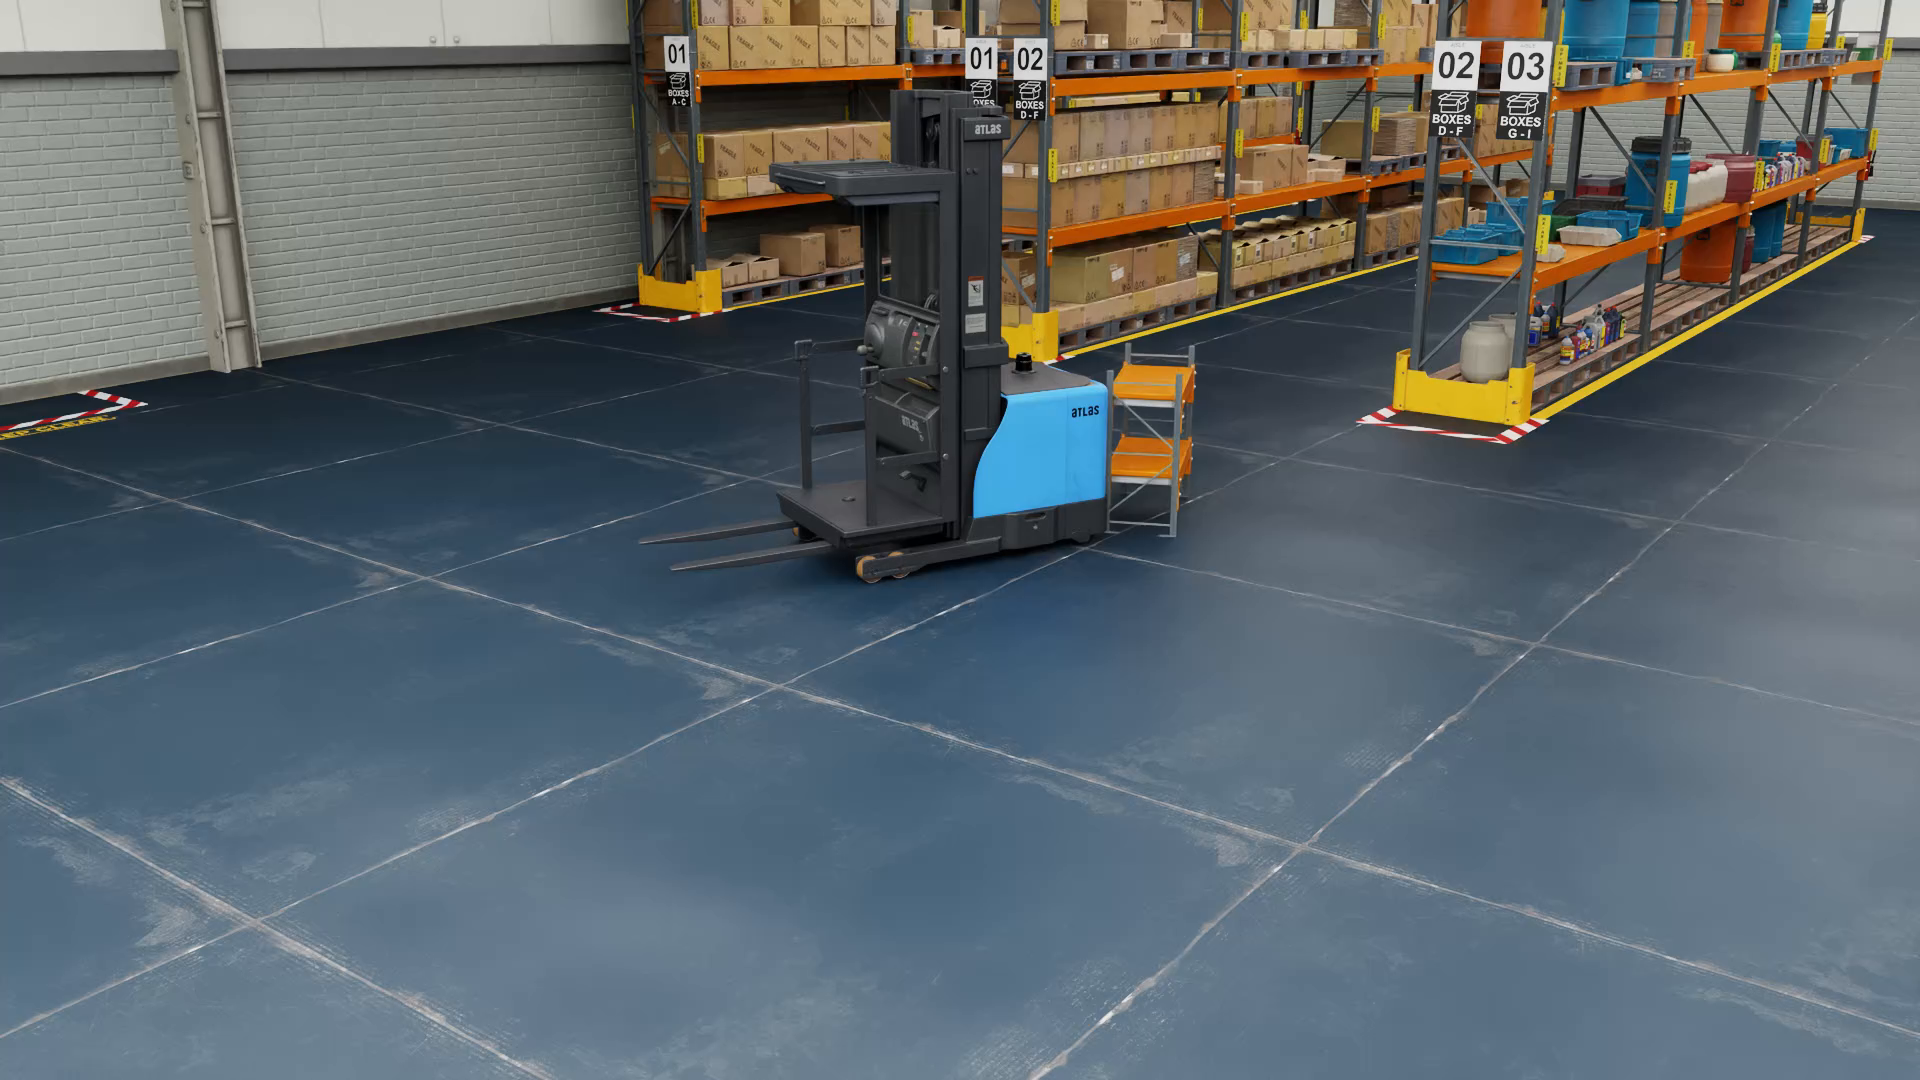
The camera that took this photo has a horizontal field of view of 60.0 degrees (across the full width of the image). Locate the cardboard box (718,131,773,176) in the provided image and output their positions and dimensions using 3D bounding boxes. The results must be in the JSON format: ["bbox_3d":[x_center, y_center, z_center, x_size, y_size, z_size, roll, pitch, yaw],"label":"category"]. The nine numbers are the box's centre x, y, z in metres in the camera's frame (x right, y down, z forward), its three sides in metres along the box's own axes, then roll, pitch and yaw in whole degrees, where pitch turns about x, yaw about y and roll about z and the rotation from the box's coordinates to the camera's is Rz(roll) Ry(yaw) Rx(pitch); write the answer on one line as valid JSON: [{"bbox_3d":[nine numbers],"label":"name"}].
[{"bbox_3d":[-2.661,-4.760,20.469,0.500,0.500,0.500,12,21,35],"label":"cardboard box"}]

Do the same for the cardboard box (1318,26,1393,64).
[{"bbox_3d":[5.491,-6.908,23.206,0.910,0.500,0.500,12,21,35],"label":"cardboard box"}]

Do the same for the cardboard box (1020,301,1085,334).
[{"bbox_3d":[0.989,-2.389,17.806,0.500,0.250,0.500,12,21,35],"label":"cardboard box"}]

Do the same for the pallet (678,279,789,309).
[{"bbox_3d":[-2.932,-3.161,21.067,1.003,0.211,1.213,12,21,35],"label":"pallet"}]

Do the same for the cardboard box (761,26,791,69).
[{"bbox_3d":[-2.434,-6.059,20.436,0.500,0.500,0.500,14,22,37],"label":"cardboard box"}]

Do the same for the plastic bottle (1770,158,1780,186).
[{"bbox_3d":[10.676,-4.832,21.830,0.144,0.351,0.185,12,21,35],"label":"plastic bottle"}]

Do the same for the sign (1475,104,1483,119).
[{"bbox_3d":[8.089,-6.727,25.895,0.100,0.325,0.005,12,21,35],"label":"sign"}]

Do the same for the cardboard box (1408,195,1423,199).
[{"bbox_3d":[7.157,-5.215,26.453,0.500,0.500,0.500,11,21,32],"label":"cardboard box"}]

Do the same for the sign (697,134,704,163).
[{"bbox_3d":[-3.053,-4.605,19.555,0.100,0.325,0.005,12,21,35],"label":"sign"}]

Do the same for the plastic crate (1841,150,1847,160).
[{"bbox_3d":[13.476,-5.958,25.714,0.396,0.136,0.243,12,21,35],"label":"plastic crate"}]

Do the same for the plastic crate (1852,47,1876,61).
[{"bbox_3d":[13.642,-7.394,25.294,0.450,0.188,0.336,12,21,35],"label":"plastic crate"}]

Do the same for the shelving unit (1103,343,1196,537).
[{"bbox_3d":[1.334,-0.723,11.674,0.538,1.125,1.048,4,18,12],"label":"shelving unit"}]

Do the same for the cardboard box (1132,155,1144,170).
[{"bbox_3d":[1.815,-4.192,18.422,0.380,0.149,0.250,13,21,35],"label":"cardboard box"}]

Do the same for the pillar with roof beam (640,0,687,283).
[{"bbox_3d":[-0.310,-6.711,17.682,9.100,9.000,0.400,12,21,35],"label":"pillar with roof beam"}]

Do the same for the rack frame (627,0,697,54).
[{"bbox_3d":[-3.489,-7.152,19.102,1.000,3.000,0.127,12,21,35],"label":"rack frame"}]

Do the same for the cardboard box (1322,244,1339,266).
[{"bbox_3d":[4.836,-3.914,22.718,0.500,0.250,0.500,12,21,34],"label":"cardboard box"}]

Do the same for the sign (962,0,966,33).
[{"bbox_3d":[0.064,-5.330,16.931,0.100,0.325,0.005,12,21,35],"label":"sign"}]

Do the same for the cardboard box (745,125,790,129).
[{"bbox_3d":[-2.467,-5.095,21.548,0.500,0.500,0.500,13,21,35],"label":"cardboard box"}]

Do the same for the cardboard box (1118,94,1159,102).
[{"bbox_3d":[2.972,-7.305,27.741,0.500,0.250,0.500,13,21,36],"label":"cardboard box"}]

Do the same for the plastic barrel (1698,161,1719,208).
[{"bbox_3d":[8.541,-4.112,19.240,0.421,0.512,0.421,0,17,0],"label":"plastic barrel"}]

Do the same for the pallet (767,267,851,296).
[{"bbox_3d":[-2.204,-3.450,21.999,1.003,0.211,1.213,12,21,35],"label":"pallet"}]

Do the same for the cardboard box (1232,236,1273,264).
[{"bbox_3d":[3.623,-3.694,21.063,0.500,0.311,0.500,12,21,34],"label":"cardboard box"}]

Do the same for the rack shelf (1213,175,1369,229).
[{"bbox_3d":[4.066,-4.498,21.885,1.077,0.370,4.000,12,21,35],"label":"rack shelf"}]

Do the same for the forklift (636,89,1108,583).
[{"bbox_3d":[-0.552,-1.310,10.520,3.031,2.935,1.130,-9,20,-27],"label":"forklift"}]

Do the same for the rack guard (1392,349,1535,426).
[{"bbox_3d":[4.475,-1.369,14.811,1.175,0.500,0.348,12,21,35],"label":"rack guard"}]

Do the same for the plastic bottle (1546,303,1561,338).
[{"bbox_3d":[6.152,-2.290,17.285,0.144,0.351,0.185,12,21,35],"label":"plastic bottle"}]

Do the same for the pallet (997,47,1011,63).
[{"bbox_3d":[-0.037,-6.959,23.853,1.213,0.211,1.003,12,21,35],"label":"pallet"}]

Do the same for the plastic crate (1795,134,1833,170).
[{"bbox_3d":[12.351,-5.622,24.082,0.402,0.464,0.583,12,21,35],"label":"plastic crate"}]

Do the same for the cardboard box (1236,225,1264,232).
[{"bbox_3d":[3.792,-4.031,22.148,0.500,0.311,0.500,12,21,34],"label":"cardboard box"}]

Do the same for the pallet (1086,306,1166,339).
[{"bbox_3d":[1.641,-2.560,19.132,1.003,0.211,1.213,12,21,35],"label":"pallet"}]

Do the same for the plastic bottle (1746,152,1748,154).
[{"bbox_3d":[11.123,-5.335,23.449,0.144,0.351,0.185,12,21,35],"label":"plastic bottle"}]

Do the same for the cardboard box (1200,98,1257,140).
[{"bbox_3d":[4.862,-7.763,30.679,0.980,0.700,0.700,11,20,32],"label":"cardboard box"}]

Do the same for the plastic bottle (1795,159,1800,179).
[{"bbox_3d":[11.424,-5.098,22.810,0.152,0.276,0.135,12,21,35],"label":"plastic bottle"}]

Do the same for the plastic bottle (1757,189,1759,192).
[{"bbox_3d":[10.027,-4.539,21.012,0.152,0.276,0.135,12,21,35],"label":"plastic bottle"}]

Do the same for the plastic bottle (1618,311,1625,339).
[{"bbox_3d":[6.829,-2.229,17.204,0.061,0.283,0.133,14,22,37],"label":"plastic bottle"}]

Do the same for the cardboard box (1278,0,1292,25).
[{"bbox_3d":[5.827,-9.843,30.936,0.500,0.500,0.500,12,21,35],"label":"cardboard box"}]

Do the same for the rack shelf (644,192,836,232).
[{"bbox_3d":[-2.298,-4.420,21.633,1.077,0.370,4.000,12,21,35],"label":"rack shelf"}]

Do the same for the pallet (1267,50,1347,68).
[{"bbox_3d":[4.261,-6.216,21.464,1.003,0.211,1.213,14,22,37],"label":"pallet"}]

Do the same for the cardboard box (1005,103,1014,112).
[{"bbox_3d":[0.916,-6.594,25.415,0.380,0.149,0.250,9,19,26],"label":"cardboard box"}]

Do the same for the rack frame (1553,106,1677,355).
[{"bbox_3d":[6.850,-3.489,17.423,1.000,3.000,0.127,12,21,35],"label":"rack frame"}]

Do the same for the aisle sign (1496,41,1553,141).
[{"bbox_3d":[4.659,-3.709,13.747,0.394,0.787,0.004,12,21,35],"label":"aisle sign"}]

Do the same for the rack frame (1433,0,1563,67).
[{"bbox_3d":[4.467,-5.402,13.465,1.000,3.000,0.127,12,21,35],"label":"rack frame"}]

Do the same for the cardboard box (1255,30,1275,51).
[{"bbox_3d":[3.574,-6.203,20.649,0.500,0.250,0.500,10,20,29],"label":"cardboard box"}]

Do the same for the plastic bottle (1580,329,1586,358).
[{"bbox_3d":[6.061,-1.926,16.247,0.097,0.271,0.097,0,17,0],"label":"plastic bottle"}]

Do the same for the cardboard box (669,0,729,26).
[{"bbox_3d":[-3.065,-6.304,19.539,0.500,0.500,0.500,11,20,31],"label":"cardboard box"}]

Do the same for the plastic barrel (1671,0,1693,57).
[{"bbox_3d":[7.759,-5.632,18.420,0.600,0.901,0.708,12,21,35],"label":"plastic barrel"}]

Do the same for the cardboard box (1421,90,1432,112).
[{"bbox_3d":[7.735,-6.963,26.752,0.500,0.500,0.500,13,21,35],"label":"cardboard box"}]

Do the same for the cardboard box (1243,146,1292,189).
[{"bbox_3d":[3.958,-4.838,21.597,0.500,0.500,0.500,12,21,35],"label":"cardboard box"}]

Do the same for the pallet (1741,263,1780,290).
[{"bbox_3d":[10.397,-3.595,22.464,1.003,0.211,1.213,12,21,35],"label":"pallet"}]

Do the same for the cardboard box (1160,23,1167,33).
[{"bbox_3d":[2.041,-5.821,19.079,0.500,0.311,0.500,11,20,32],"label":"cardboard box"}]

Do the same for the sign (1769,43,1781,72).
[{"bbox_3d":[9.680,-5.729,19.754,0.100,0.325,0.005,12,21,35],"label":"sign"}]

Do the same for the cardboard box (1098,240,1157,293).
[{"bbox_3d":[1.885,-3.104,18.844,0.500,0.500,0.500,12,21,35],"label":"cardboard box"}]

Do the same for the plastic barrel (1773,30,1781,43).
[{"bbox_3d":[10.050,-6.213,20.688,0.294,0.245,0.294,0,17,0],"label":"plastic barrel"}]

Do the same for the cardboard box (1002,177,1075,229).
[{"bbox_3d":[0.780,-3.570,17.512,0.700,0.500,0.500,12,21,35],"label":"cardboard box"}]

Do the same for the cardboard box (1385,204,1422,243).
[{"bbox_3d":[6.676,-4.762,24.994,0.500,0.500,0.500,12,21,33],"label":"cardboard box"}]

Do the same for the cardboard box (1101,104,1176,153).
[{"bbox_3d":[2.016,-4.686,18.921,0.700,0.500,0.500,12,21,35],"label":"cardboard box"}]

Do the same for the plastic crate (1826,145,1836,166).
[{"bbox_3d":[12.675,-5.698,24.633,0.437,0.282,0.530,12,21,35],"label":"plastic crate"}]
